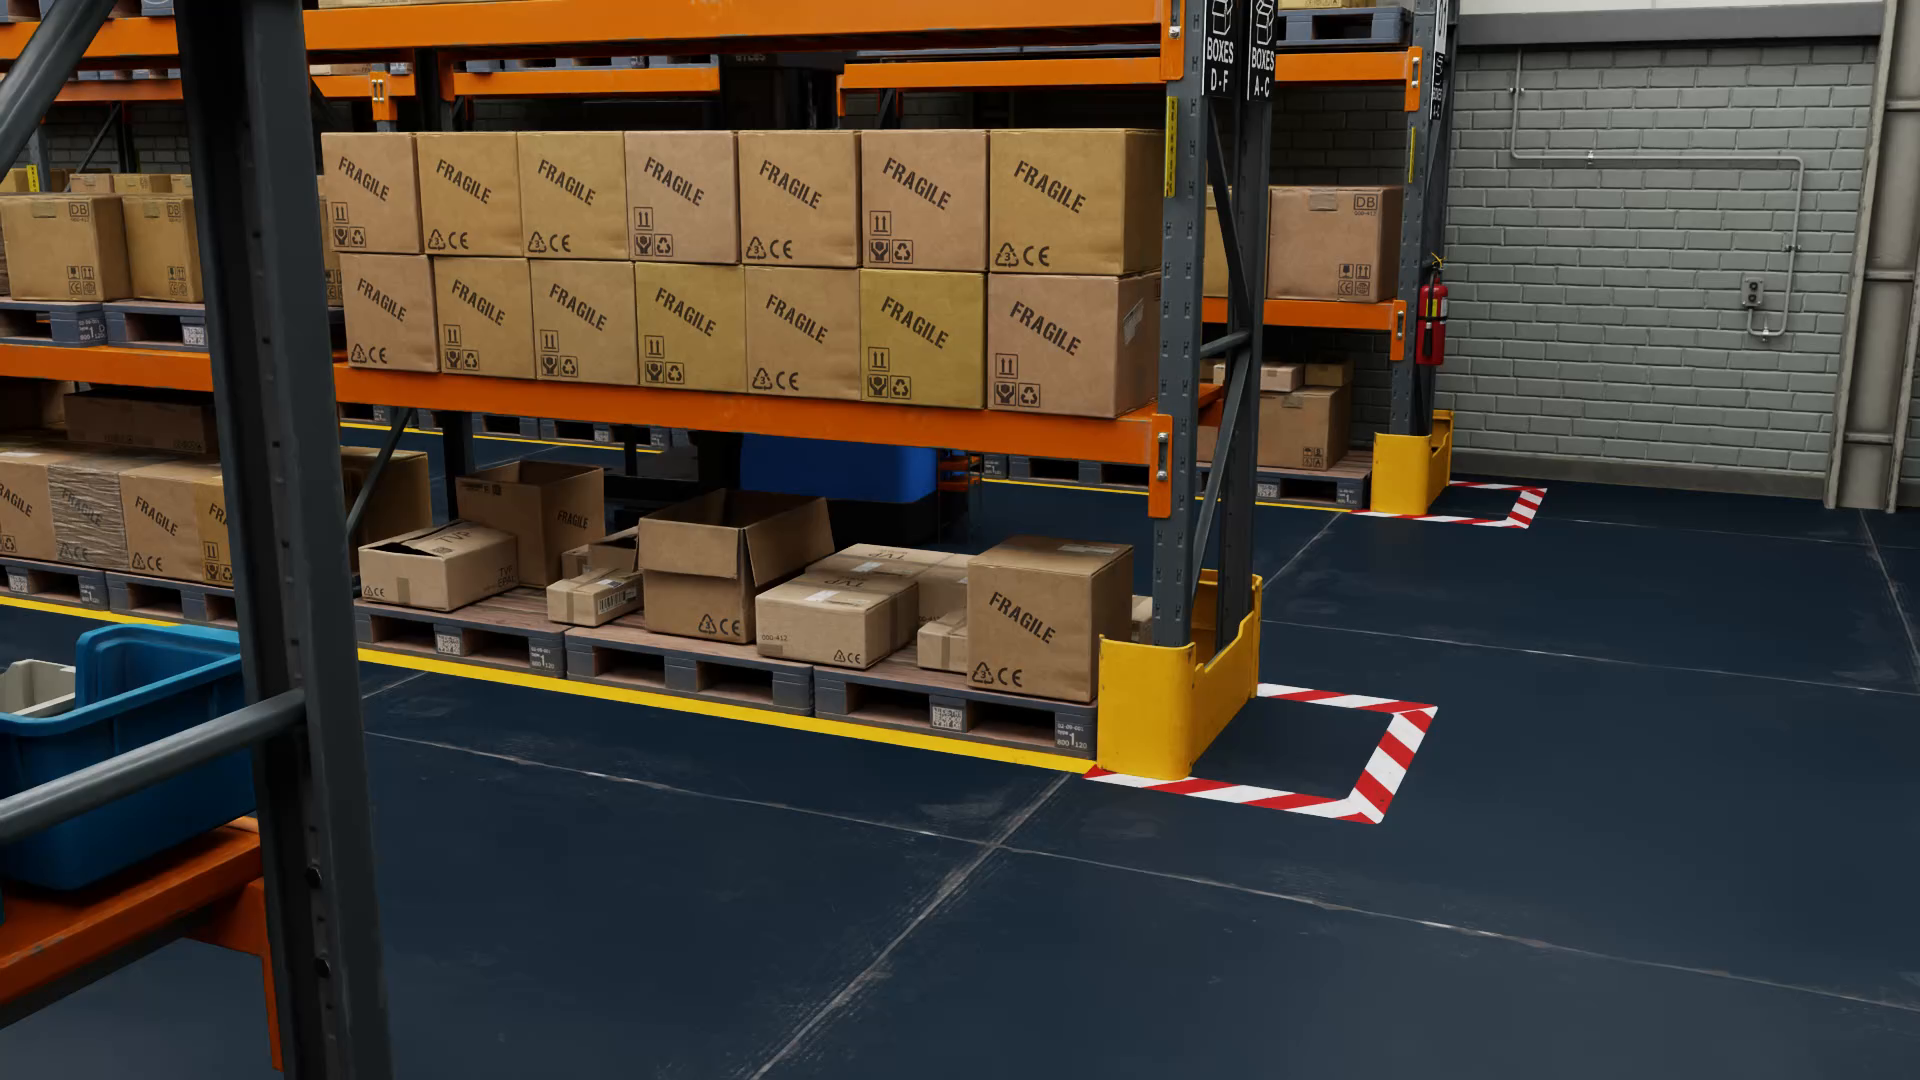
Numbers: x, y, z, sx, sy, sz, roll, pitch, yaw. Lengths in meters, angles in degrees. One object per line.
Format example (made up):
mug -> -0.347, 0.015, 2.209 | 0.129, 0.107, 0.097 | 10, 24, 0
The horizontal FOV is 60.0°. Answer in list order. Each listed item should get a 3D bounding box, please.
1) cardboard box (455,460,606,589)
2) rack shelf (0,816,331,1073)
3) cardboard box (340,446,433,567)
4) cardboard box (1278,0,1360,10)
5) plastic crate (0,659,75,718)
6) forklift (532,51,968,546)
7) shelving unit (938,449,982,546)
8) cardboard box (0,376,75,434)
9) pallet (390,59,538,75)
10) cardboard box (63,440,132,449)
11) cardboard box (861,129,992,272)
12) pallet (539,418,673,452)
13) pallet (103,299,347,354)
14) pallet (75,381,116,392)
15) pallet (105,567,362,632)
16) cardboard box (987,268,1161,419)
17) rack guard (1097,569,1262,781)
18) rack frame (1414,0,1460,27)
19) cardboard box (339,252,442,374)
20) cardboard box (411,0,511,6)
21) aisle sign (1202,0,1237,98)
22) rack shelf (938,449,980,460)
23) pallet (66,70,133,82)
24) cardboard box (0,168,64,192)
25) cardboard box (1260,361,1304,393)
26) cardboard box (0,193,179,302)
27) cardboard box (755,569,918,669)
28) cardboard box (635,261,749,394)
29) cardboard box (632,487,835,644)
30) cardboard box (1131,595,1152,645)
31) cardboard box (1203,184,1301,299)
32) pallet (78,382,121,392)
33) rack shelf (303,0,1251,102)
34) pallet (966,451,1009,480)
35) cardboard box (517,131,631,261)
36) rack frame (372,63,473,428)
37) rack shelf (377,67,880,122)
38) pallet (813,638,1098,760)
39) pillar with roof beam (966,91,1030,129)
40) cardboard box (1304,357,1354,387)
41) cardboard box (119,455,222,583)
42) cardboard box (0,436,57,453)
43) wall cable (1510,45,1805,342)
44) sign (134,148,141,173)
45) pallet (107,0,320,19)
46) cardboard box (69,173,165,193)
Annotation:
cardboard box -> -2.071, -0.086, 8.065 | 0.500, 0.500, 0.500 | 6, 14, 23
rack shelf -> -2.888, 0.487, 2.688 | 4.000, 0.370, 1.077 | 6, 14, 23
cardboard box -> -3.050, -0.175, 8.445 | 0.500, 0.500, 0.500 | 5, 14, 21
cardboard box -> 2.177, -3.400, 10.303 | 0.500, 0.250, 0.500 | 6, 15, 25
plastic crate -> -1.411, 0.282, 2.431 | 0.298, 0.136, 0.250 | 6, 14, 23
forklift -> -1.526, -1.547, 9.932 | 3.031, 2.935, 1.130 | 5, 14, 19
shelving unit -> -0.001, -0.585, 9.620 | 0.189, 1.200, 0.258 | 5, 14, 18
cardboard box -> -5.360, -0.773, 9.351 | 0.500, 0.250, 0.500 | 6, 15, 25
pallet -> -3.751, -3.808, 13.262 | 1.003, 0.211, 1.213 | 7, 15, 26
cardboard box -> -4.458, -0.317, 9.049 | 0.500, 0.500, 0.500 | 5, 14, 21
cardboard box -> -0.030, -1.278, 6.228 | 0.500, 0.500, 0.500 | 6, 15, 25
pallet -> -2.559, -0.928, 13.248 | 1.213, 0.211, 1.003 | 6, 14, 23
pallet -> -3.393, -1.086, 8.236 | 1.213, 0.211, 1.003 | 6, 14, 23
pallet -> -8.646, -1.555, 15.919 | 1.213, 0.211, 1.003 | 6, 14, 23
pallet -> -3.466, 0.208, 8.408 | 1.213, 0.211, 1.003 | 6, 14, 23
cardboard box -> 0.431, -0.746, 6.148 | 0.500, 0.500, 0.500 | 6, 15, 25
rack guard -> 0.881, 0.498, 6.540 | 0.348, 0.500, 1.175 | 6, 14, 23
rack frame -> 2.954, -4.668, 9.950 | 0.127, 3.000, 1.000 | 6, 14, 23
cardboard box -> -2.351, -1.027, 7.347 | 0.500, 0.500, 0.500 | 6, 15, 25
cardboard box -> -1.907, -2.326, 6.864 | 0.500, 0.250, 0.500 | 6, 14, 23
aisle sign -> 0.889, -1.908, 5.628 | 0.004, 0.787, 0.394 | 6, 14, 23
rack shelf -> -0.001, -0.541, 9.630 | 0.180, 0.103, 0.258 | 5, 14, 18
pallet -> -7.497, -4.147, 14.708 | 1.003, 0.211, 1.213 | 6, 14, 23
cardboard box -> -8.575, -3.139, 15.208 | 0.500, 0.500, 0.500 | 6, 14, 23
cardboard box -> 2.082, -1.068, 10.875 | 0.250, 0.149, 0.380 | 6, 14, 23
cardboard box -> -4.347, -1.486, 8.384 | 0.500, 0.500, 0.700 | 2, 13, 9
cardboard box -> -0.503, 0.319, 6.885 | 0.500, 0.250, 0.500 | 6, 14, 23
cardboard box -> -0.960, -0.887, 6.750 | 0.500, 0.500, 0.500 | 6, 14, 22
cardboard box -> -0.987, 0.091, 7.301 | 0.637, 0.503, 0.797 | 6, 14, 23
cardboard box -> 0.707, 0.351, 6.971 | 0.250, 0.149, 0.380 | 6, 14, 23
cardboard box -> 1.814, -2.004, 11.071 | 0.700, 0.700, 0.980 | 6, 14, 23
pallet -> -7.306, -1.428, 15.380 | 1.213, 0.211, 1.003 | 6, 14, 23
rack shelf -> -0.878, -2.008, 6.753 | 4.000, 0.370, 1.077 | 6, 14, 23
pallet -> -0.040, -0.673, 12.162 | 1.213, 0.211, 1.003 | 6, 14, 23
cardboard box -> -1.448, -1.420, 6.834 | 0.500, 0.500, 0.500 | 5, 14, 22
rack frame -> -4.361, -2.488, 13.790 | 0.127, 3.000, 1.000 | 6, 14, 23
rack shelf -> -2.532, -3.413, 12.741 | 4.000, 0.370, 1.077 | 6, 14, 23
pallet -> 0.152, 0.565, 6.887 | 1.213, 0.211, 1.003 | 6, 14, 23
pillar with roof beam -> -1.457, -4.255, 8.190 | 0.400, 9.000, 9.100 | 6, 14, 23
cardboard box -> 2.468, -1.125, 11.115 | 0.250, 0.149, 0.380 | 6, 14, 24
cardboard box -> -3.722, -0.113, 8.179 | 0.500, 0.500, 0.500 | 6, 14, 23
cardboard box -> -5.126, -0.253, 8.777 | 0.500, 0.500, 0.500 | 6, 14, 22
wall cable -> 4.507, -2.321, 10.857 | 1.851, 1.984, 0.084 | 6, 14, 23
sign -> -7.796, -3.538, 15.731 | 0.005, 0.325, 0.100 | 6, 14, 23
pallet -> -3.274, -2.526, 7.801 | 1.003, 0.211, 1.213 | 6, 14, 23
cardboard box -> -7.566, -3.066, 15.075 | 0.500, 0.500, 0.700 | 6, 14, 23
